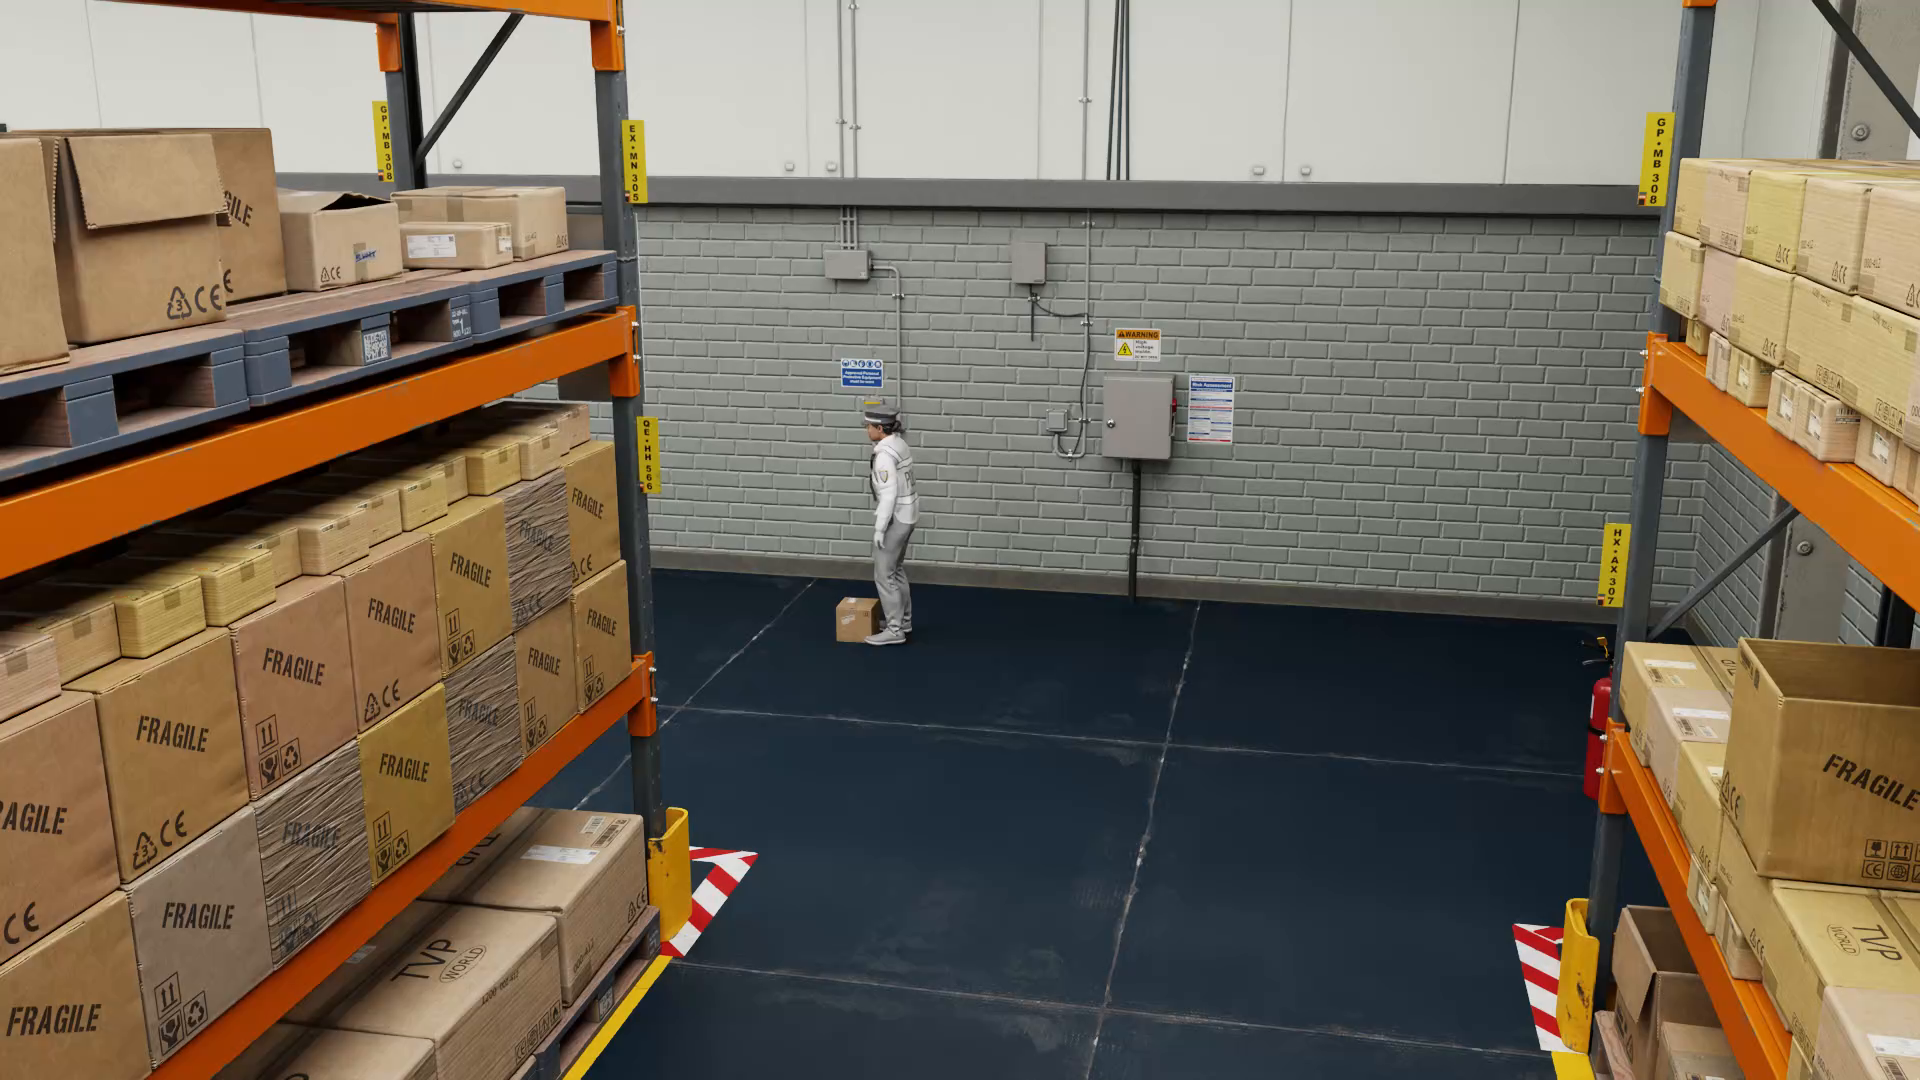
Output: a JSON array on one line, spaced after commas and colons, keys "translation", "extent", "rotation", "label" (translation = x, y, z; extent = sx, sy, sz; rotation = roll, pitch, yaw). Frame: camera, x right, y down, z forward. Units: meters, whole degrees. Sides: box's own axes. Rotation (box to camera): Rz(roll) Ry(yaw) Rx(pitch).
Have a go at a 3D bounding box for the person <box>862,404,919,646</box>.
[{"translation": [-0.475, -0.113, 11.435], "extent": [0.376, 1.663, 0.527], "rotation": [3, 15, 11], "label": "person"}]
